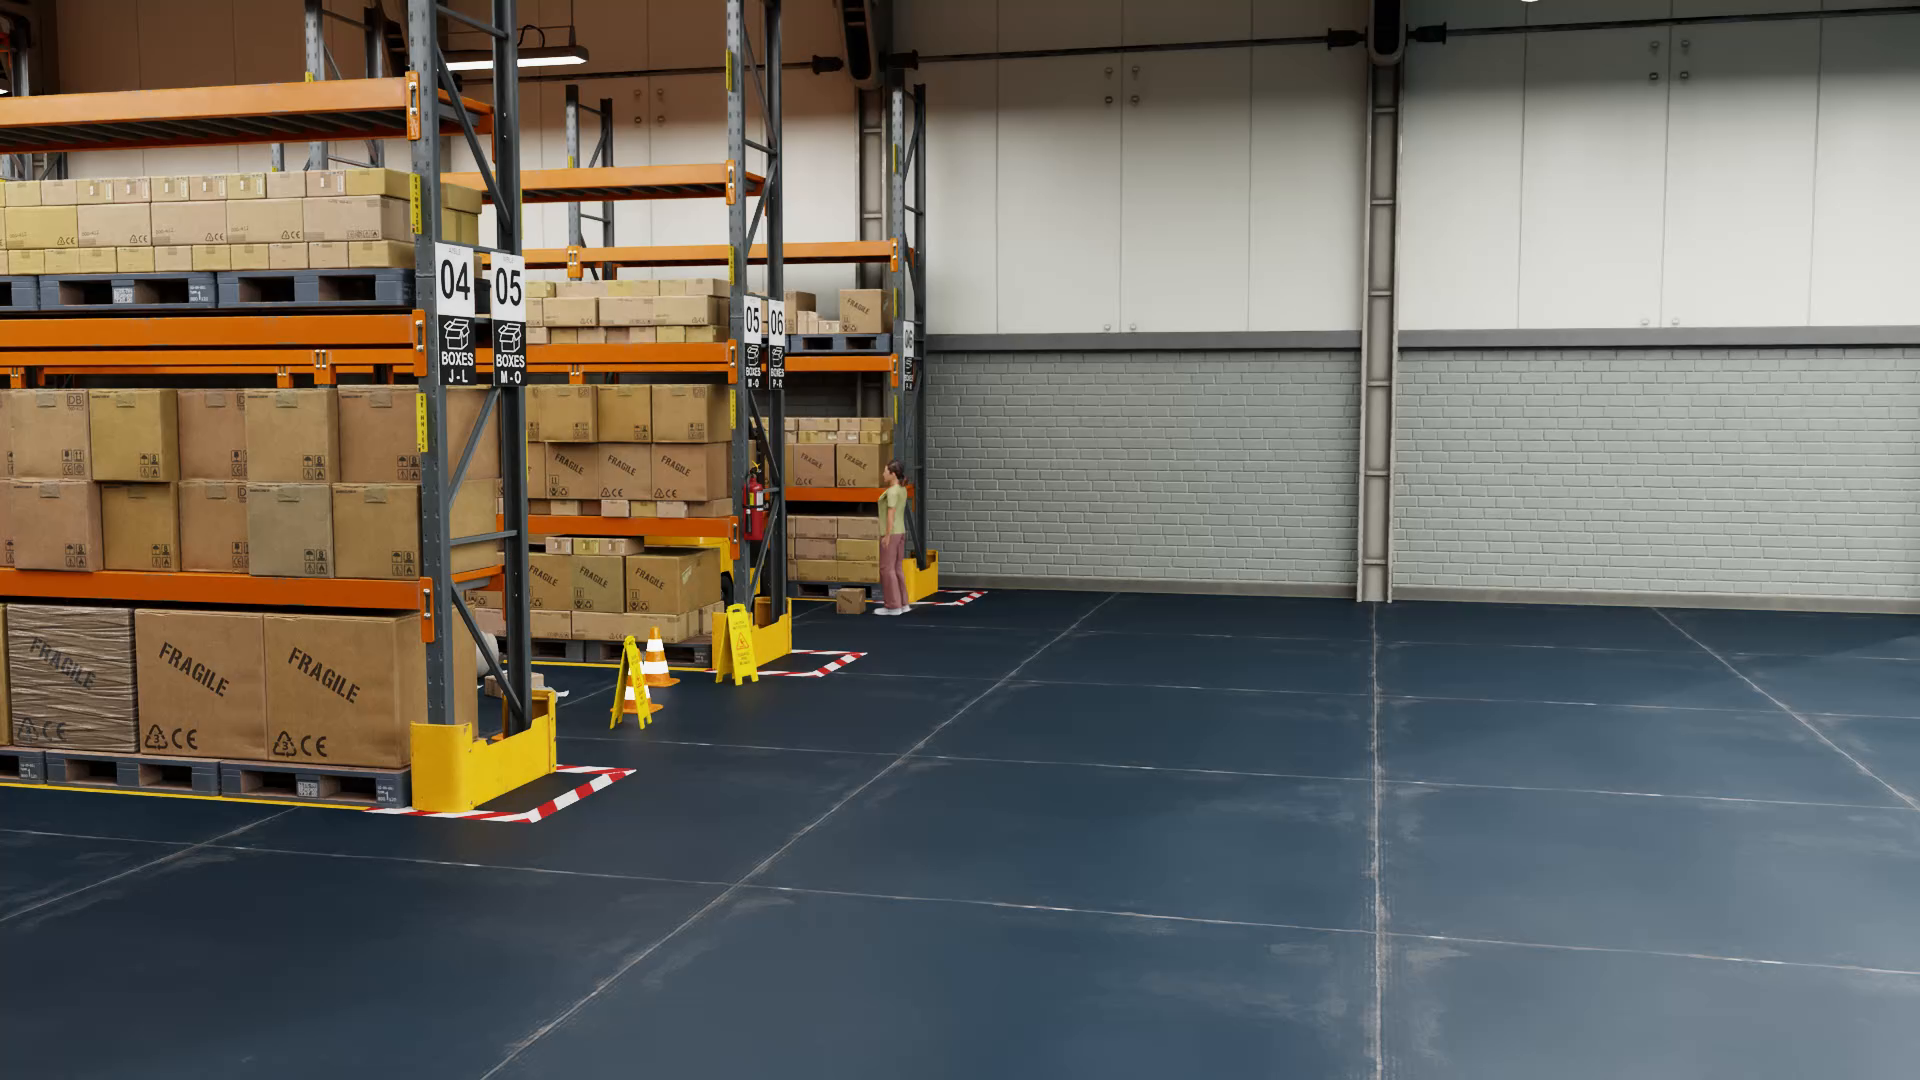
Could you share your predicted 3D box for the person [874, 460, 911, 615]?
[{"bbox_3d":[-0.723,-0.015,17.933,0.369,1.693,0.440,1,5,15],"label":"person"}]
